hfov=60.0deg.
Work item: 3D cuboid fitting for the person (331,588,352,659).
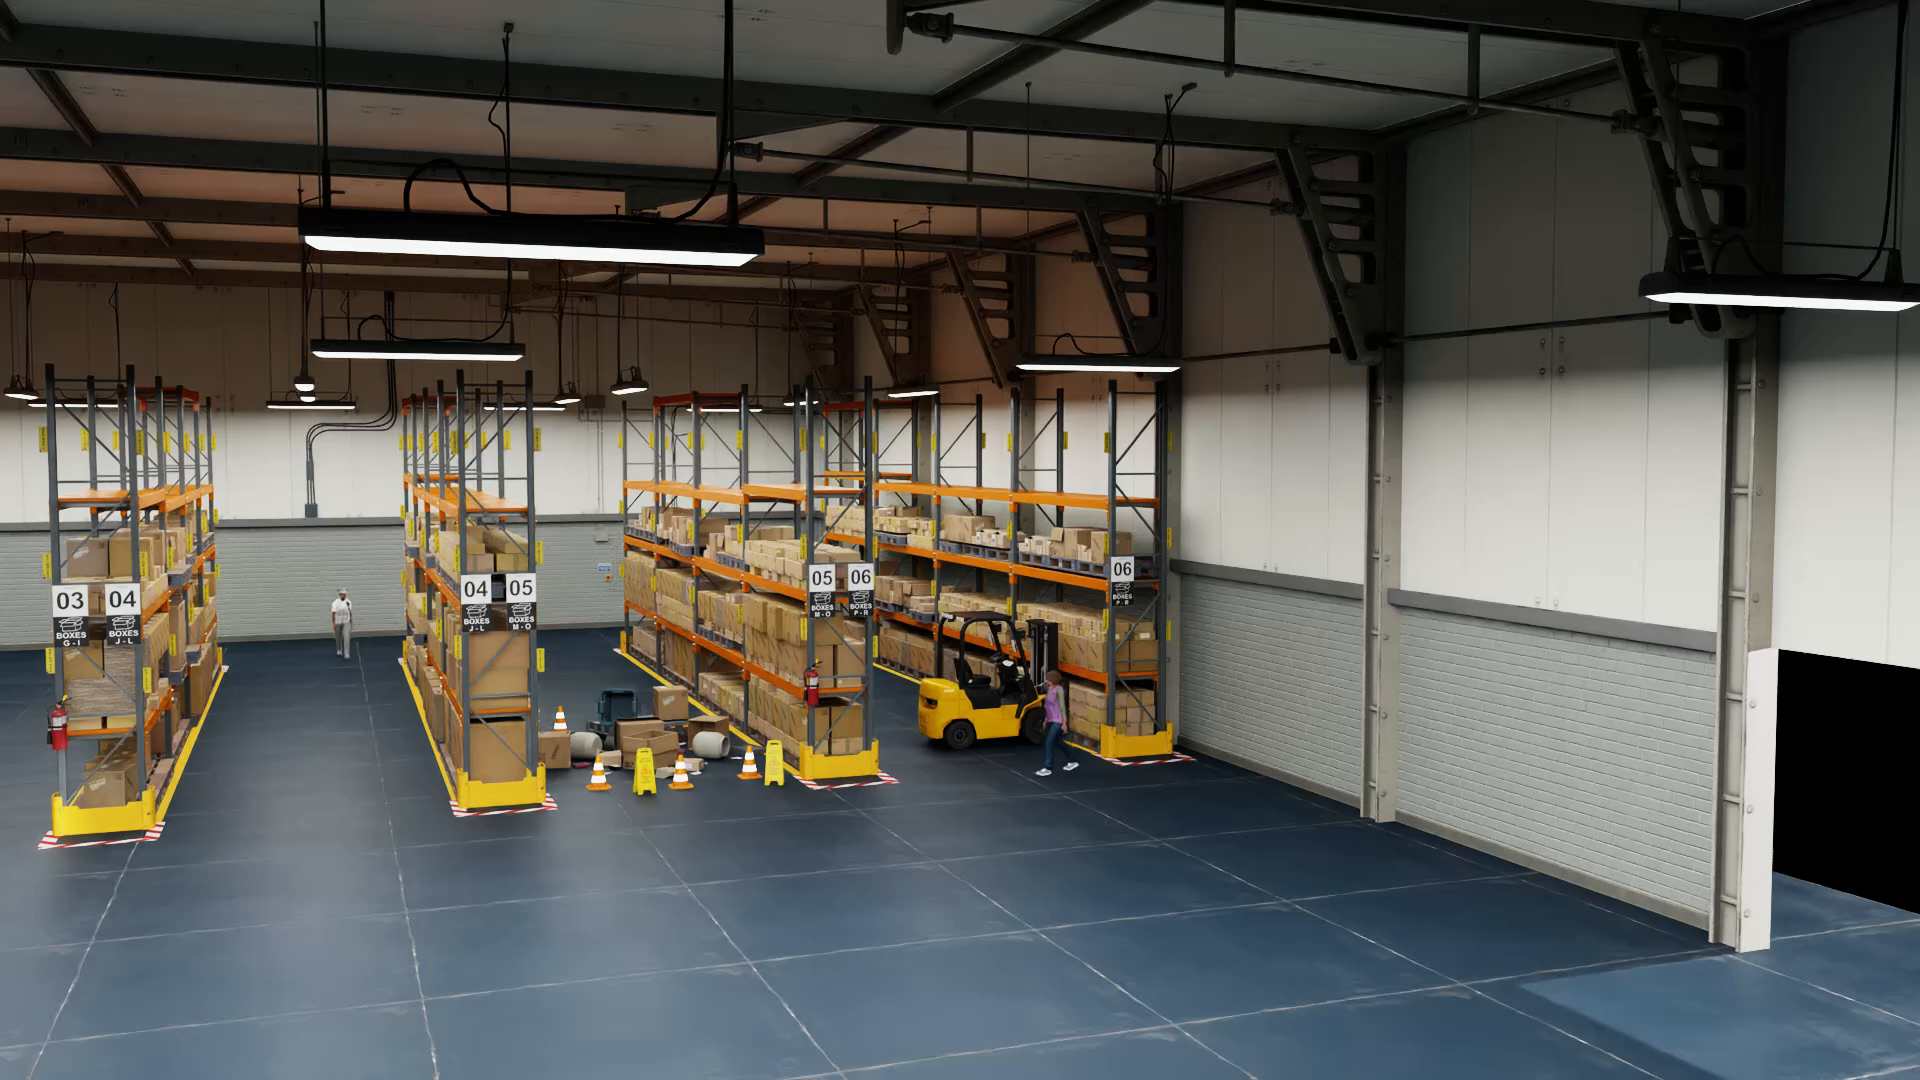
[{"bbox_3d":[-14.345,1.918,38.585,0.450,1.623,1.051,-1,4,-23],"label":"person"}]

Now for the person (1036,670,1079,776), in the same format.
[{"bbox_3d":[1.468,2.746,25.149,0.774,1.560,0.447,-1,3,-17],"label":"person"}]
